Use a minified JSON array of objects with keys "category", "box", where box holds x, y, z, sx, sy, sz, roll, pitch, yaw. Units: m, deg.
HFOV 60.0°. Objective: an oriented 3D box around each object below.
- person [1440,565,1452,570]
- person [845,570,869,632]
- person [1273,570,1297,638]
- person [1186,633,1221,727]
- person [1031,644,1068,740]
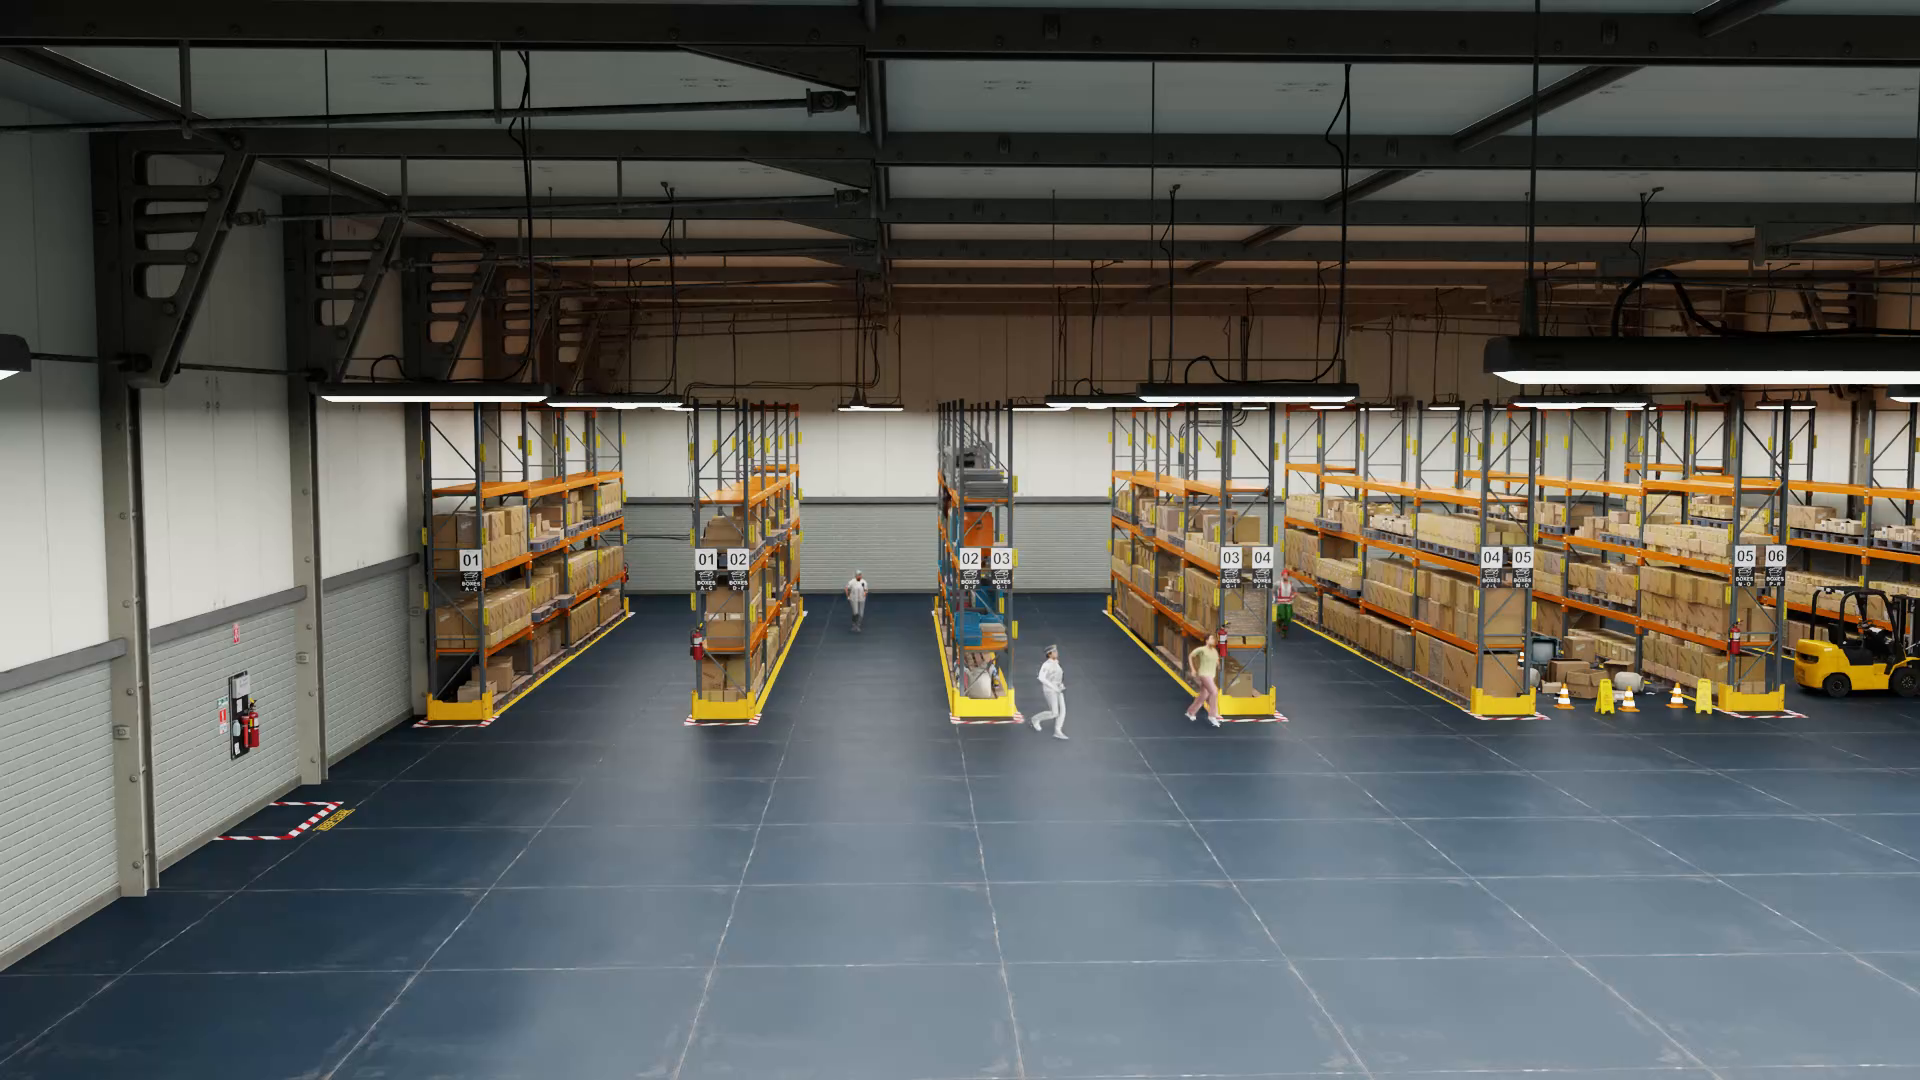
[{"category":"person","box":[14.431,1.070,49.349,0.916,1.763,0.742,2,5,26]},{"category":"person","box":[-2.669,1.601,43.436,0.576,1.630,0.723,-1,5,-18]},{"category":"person","box":[8.299,1.637,42.424,0.664,1.745,0.583,0,4,-4]},{"category":"person","box":[4.603,2.552,30.749,0.577,1.664,0.814,-4,6,-44]},{"category":"person","box":[1.600,2.672,29.363,0.704,1.686,0.633,2,5,30]}]
